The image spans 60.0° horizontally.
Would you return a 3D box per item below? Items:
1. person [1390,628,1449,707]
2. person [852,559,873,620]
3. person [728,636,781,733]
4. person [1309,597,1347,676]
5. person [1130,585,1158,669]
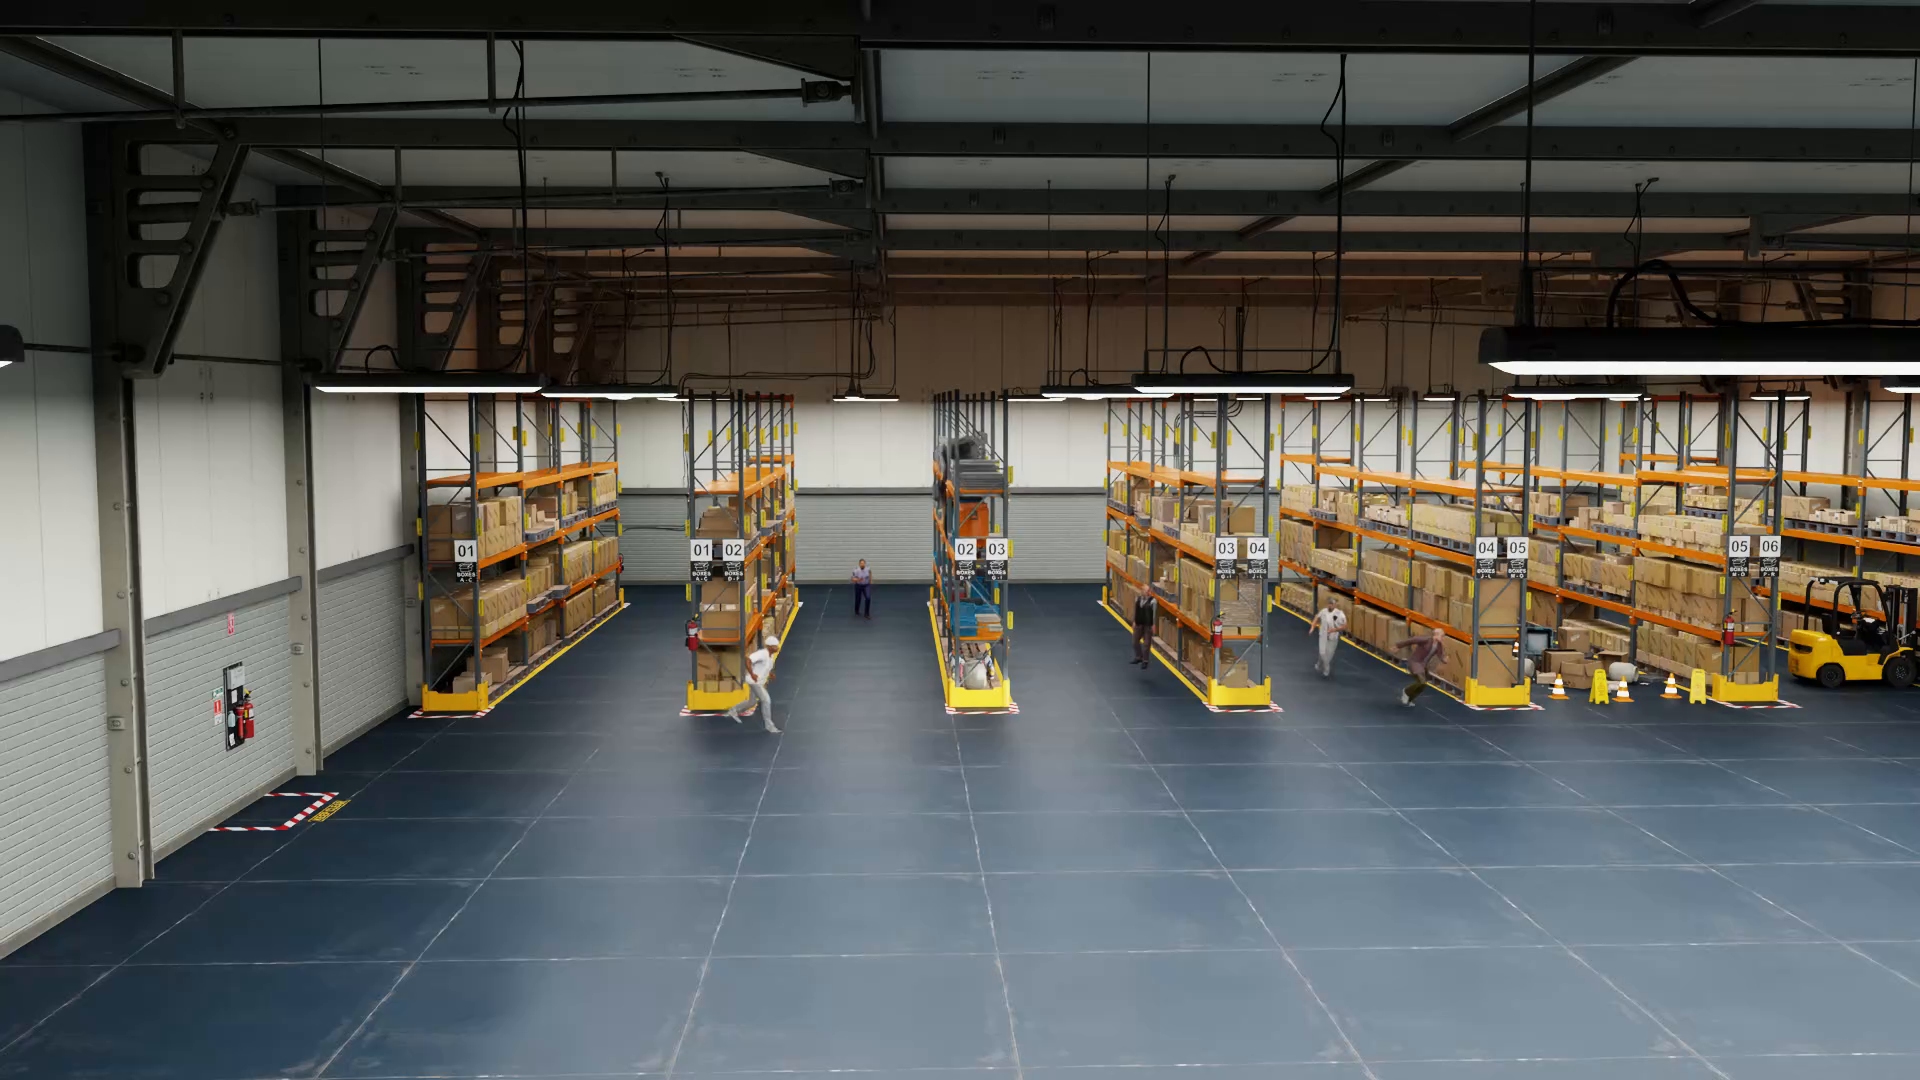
[{"bbox_3d":[8.705,2.394,31.244,0.734,1.542,1.057,-3,6,-35],"label":"person"},{"bbox_3d":[-2.619,1.298,44.536,0.614,1.627,0.944,-1,5,-14],"label":"person"},{"bbox_3d":[-3.614,2.528,29.106,1.043,1.715,0.736,2,5,21],"label":"person"},{"bbox_3d":[7.807,2.029,35.306,0.779,1.710,0.640,1,5,14],"label":"person"},{"bbox_3d":[3.802,1.788,34.366,0.636,1.754,0.456,3,5,32],"label":"person"}]
